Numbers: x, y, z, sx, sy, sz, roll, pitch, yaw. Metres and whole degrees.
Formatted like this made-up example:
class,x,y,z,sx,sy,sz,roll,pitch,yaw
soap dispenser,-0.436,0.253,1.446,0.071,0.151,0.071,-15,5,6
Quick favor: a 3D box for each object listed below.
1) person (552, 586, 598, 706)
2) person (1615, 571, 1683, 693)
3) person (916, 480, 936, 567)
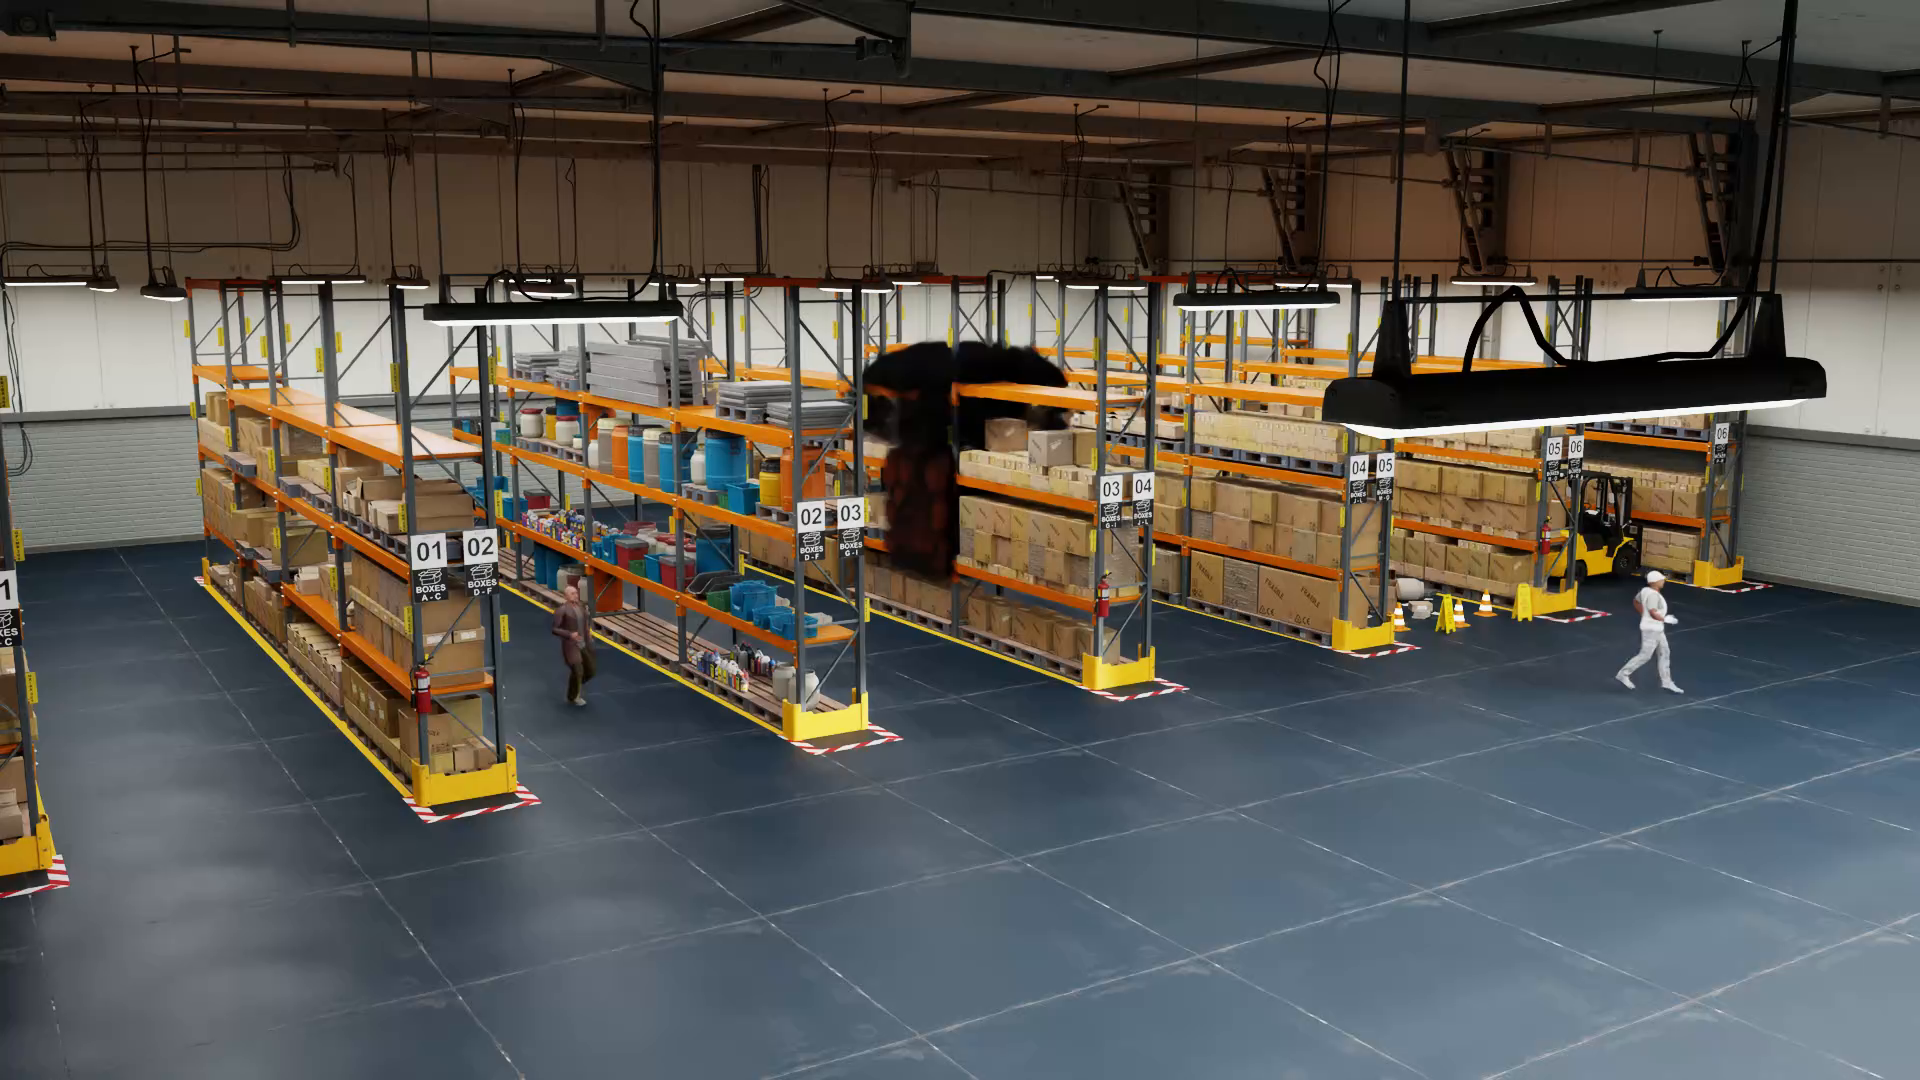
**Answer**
class,x,y,z,sx,sy,sz,roll,pitch,yaw
person,-5.477,1.516,23.755,0.652,1.728,0.685,7,12,36
person,10.247,1.347,24.598,0.947,1.795,0.721,4,10,20
person,-0.611,-0.327,33.018,0.714,1.751,0.725,-7,12,-35
